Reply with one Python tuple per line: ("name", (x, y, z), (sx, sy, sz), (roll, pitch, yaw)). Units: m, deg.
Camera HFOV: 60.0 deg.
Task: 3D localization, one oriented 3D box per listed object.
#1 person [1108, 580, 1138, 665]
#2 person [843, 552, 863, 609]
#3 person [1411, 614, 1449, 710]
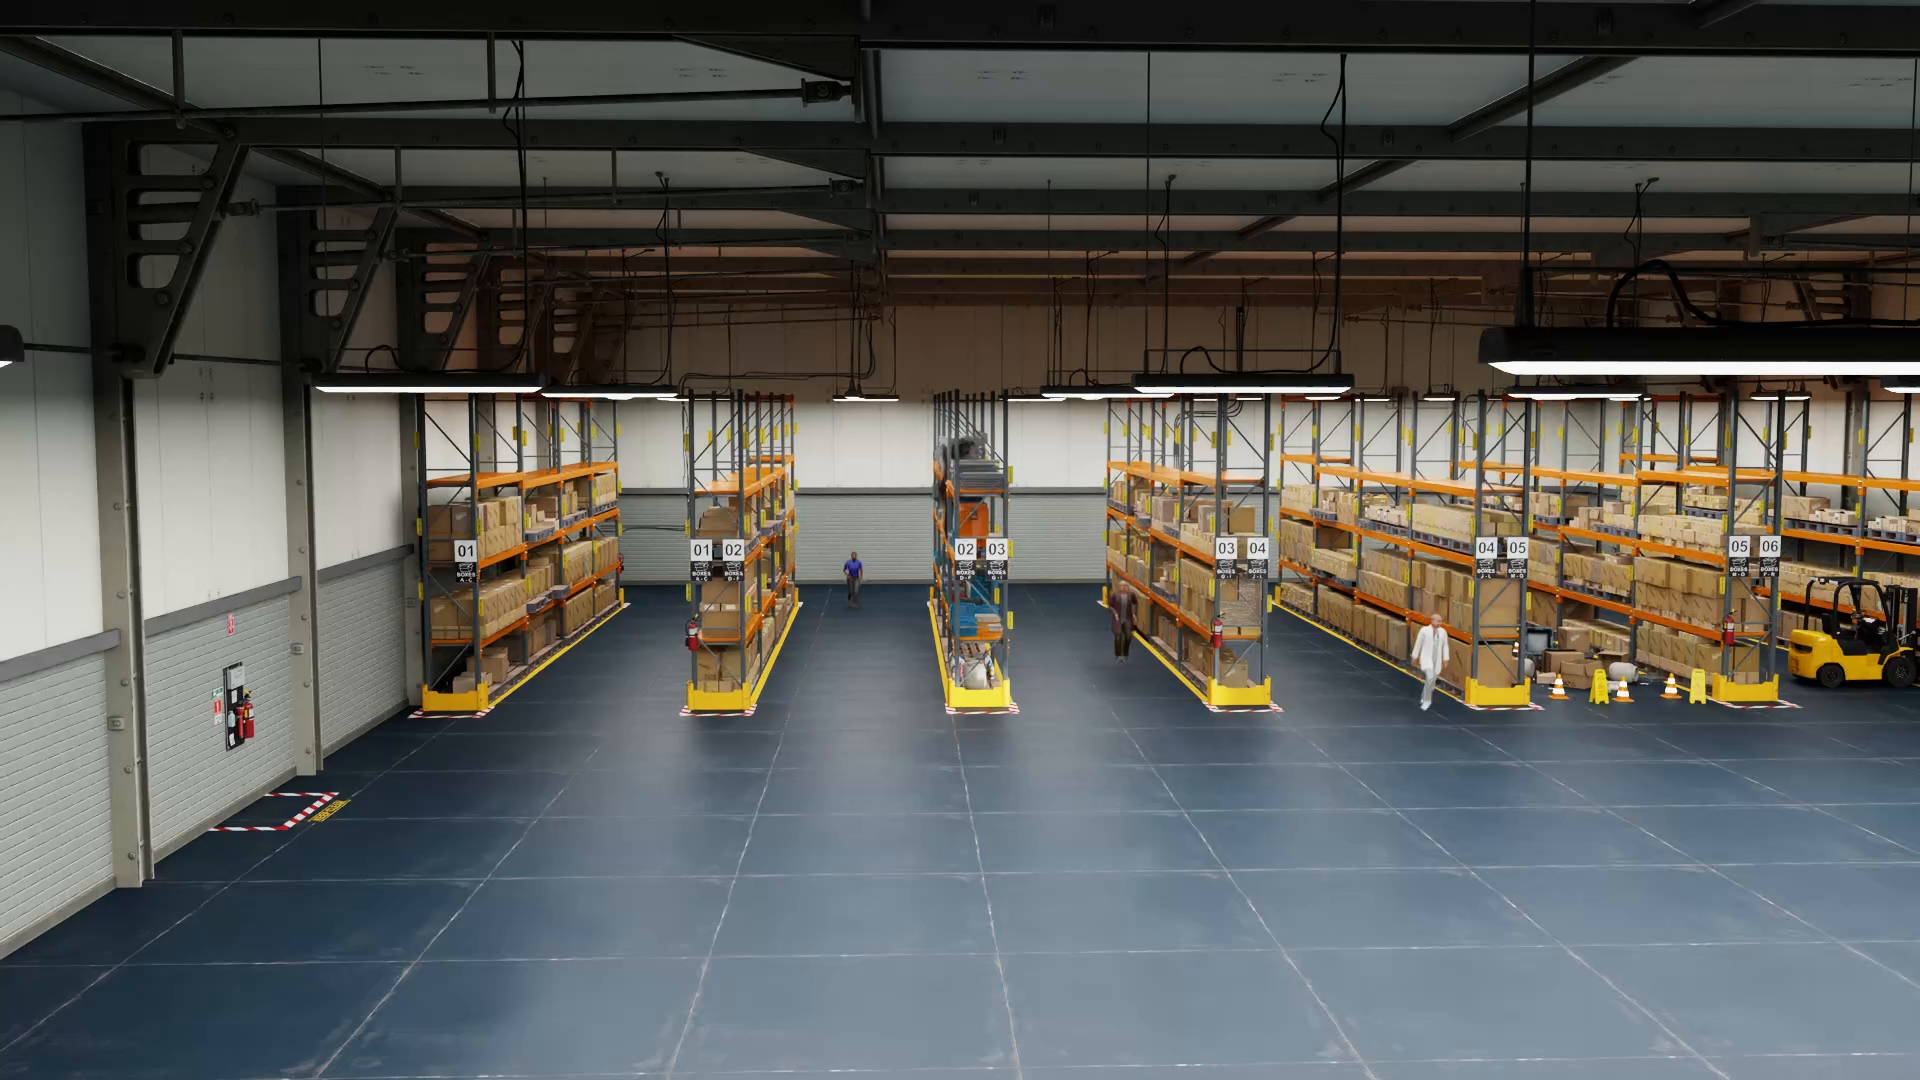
("person", (3.444, 1.742, 35.064), (0.663, 1.803, 0.793), (0, 5, -2))
("person", (-3.009, 1.119, 46.862), (0.576, 1.602, 0.638), (-1, 5, -14))
("person", (8.900, 2.285, 31.457), (0.645, 1.802, 0.635), (-1, 5, -14))
